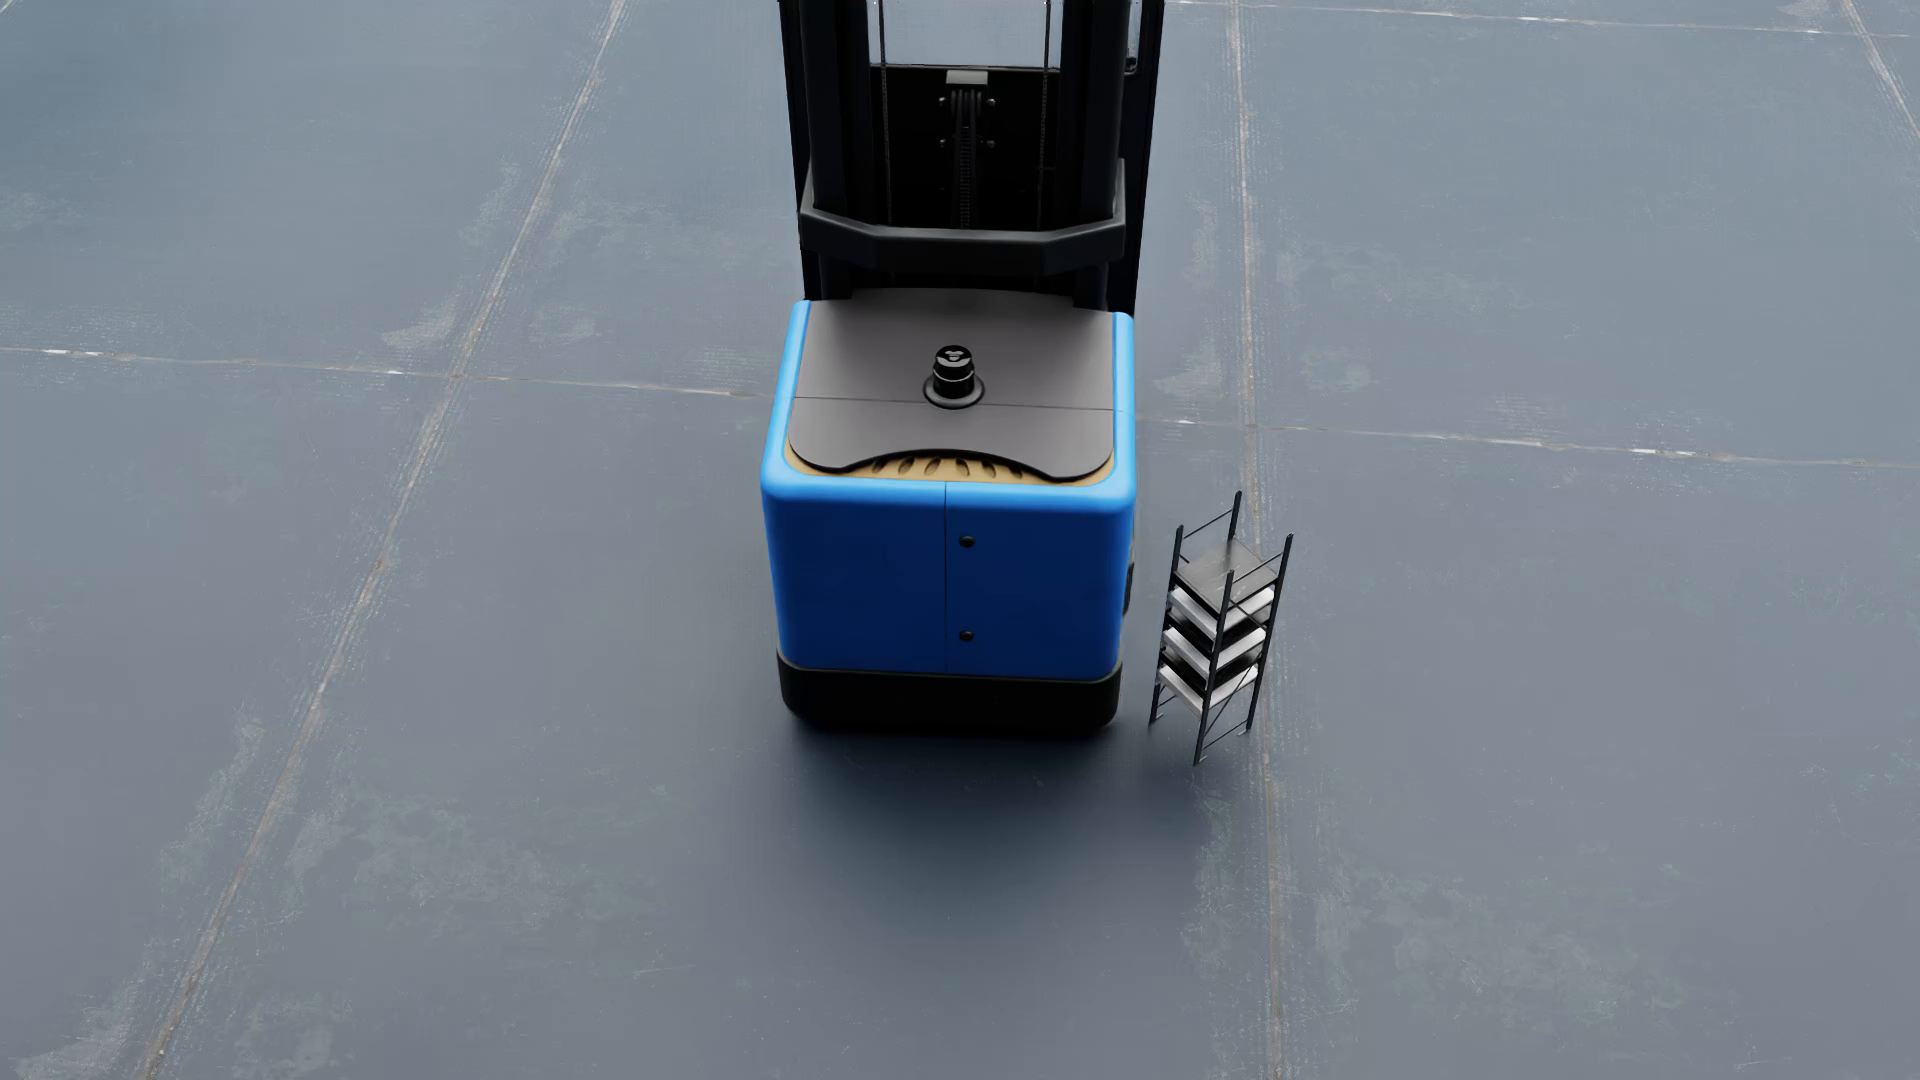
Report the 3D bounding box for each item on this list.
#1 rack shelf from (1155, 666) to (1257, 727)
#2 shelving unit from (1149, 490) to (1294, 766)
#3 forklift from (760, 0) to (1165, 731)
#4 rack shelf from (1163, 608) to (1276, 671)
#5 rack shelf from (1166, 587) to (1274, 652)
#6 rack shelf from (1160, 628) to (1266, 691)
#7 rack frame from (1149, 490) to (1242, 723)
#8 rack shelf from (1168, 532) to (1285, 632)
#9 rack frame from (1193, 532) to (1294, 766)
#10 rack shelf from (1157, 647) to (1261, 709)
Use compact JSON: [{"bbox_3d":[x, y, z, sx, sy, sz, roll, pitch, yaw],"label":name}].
[{"bbox_3d":[0.754,0.421,5.044,0.258,0.077,0.200,-29,54,-24],"label":"rack shelf"},{"bbox_3d":[0.754,0.277,4.887,0.258,0.900,0.210,-29,54,-24],"label":"shelving unit"},{"bbox_3d":[0.047,-1.486,5.123,1.130,2.935,3.031,2,48,2],"label":"forklift"},{"bbox_3d":[0.754,0.239,4.845,0.258,0.077,0.200,-29,54,-24],"label":"rack shelf"},{"bbox_3d":[0.754,0.178,4.779,0.258,0.077,0.200,-29,54,-24],"label":"rack shelf"},{"bbox_3d":[0.754,0.300,4.911,0.258,0.077,0.200,-29,54,-24],"label":"rack shelf"},{"bbox_3d":[0.693,0.217,4.942,0.240,0.900,0.006,-29,54,-24],"label":"rack frame"},{"bbox_3d":[0.754,0.117,4.712,0.258,0.077,0.200,-29,54,-24],"label":"rack shelf"},{"bbox_3d":[0.815,0.337,4.832,0.240,0.900,0.006,-29,54,-24],"label":"rack frame"},{"bbox_3d":[0.754,0.360,4.978,0.258,0.077,0.200,-29,54,-24],"label":"rack shelf"}]
